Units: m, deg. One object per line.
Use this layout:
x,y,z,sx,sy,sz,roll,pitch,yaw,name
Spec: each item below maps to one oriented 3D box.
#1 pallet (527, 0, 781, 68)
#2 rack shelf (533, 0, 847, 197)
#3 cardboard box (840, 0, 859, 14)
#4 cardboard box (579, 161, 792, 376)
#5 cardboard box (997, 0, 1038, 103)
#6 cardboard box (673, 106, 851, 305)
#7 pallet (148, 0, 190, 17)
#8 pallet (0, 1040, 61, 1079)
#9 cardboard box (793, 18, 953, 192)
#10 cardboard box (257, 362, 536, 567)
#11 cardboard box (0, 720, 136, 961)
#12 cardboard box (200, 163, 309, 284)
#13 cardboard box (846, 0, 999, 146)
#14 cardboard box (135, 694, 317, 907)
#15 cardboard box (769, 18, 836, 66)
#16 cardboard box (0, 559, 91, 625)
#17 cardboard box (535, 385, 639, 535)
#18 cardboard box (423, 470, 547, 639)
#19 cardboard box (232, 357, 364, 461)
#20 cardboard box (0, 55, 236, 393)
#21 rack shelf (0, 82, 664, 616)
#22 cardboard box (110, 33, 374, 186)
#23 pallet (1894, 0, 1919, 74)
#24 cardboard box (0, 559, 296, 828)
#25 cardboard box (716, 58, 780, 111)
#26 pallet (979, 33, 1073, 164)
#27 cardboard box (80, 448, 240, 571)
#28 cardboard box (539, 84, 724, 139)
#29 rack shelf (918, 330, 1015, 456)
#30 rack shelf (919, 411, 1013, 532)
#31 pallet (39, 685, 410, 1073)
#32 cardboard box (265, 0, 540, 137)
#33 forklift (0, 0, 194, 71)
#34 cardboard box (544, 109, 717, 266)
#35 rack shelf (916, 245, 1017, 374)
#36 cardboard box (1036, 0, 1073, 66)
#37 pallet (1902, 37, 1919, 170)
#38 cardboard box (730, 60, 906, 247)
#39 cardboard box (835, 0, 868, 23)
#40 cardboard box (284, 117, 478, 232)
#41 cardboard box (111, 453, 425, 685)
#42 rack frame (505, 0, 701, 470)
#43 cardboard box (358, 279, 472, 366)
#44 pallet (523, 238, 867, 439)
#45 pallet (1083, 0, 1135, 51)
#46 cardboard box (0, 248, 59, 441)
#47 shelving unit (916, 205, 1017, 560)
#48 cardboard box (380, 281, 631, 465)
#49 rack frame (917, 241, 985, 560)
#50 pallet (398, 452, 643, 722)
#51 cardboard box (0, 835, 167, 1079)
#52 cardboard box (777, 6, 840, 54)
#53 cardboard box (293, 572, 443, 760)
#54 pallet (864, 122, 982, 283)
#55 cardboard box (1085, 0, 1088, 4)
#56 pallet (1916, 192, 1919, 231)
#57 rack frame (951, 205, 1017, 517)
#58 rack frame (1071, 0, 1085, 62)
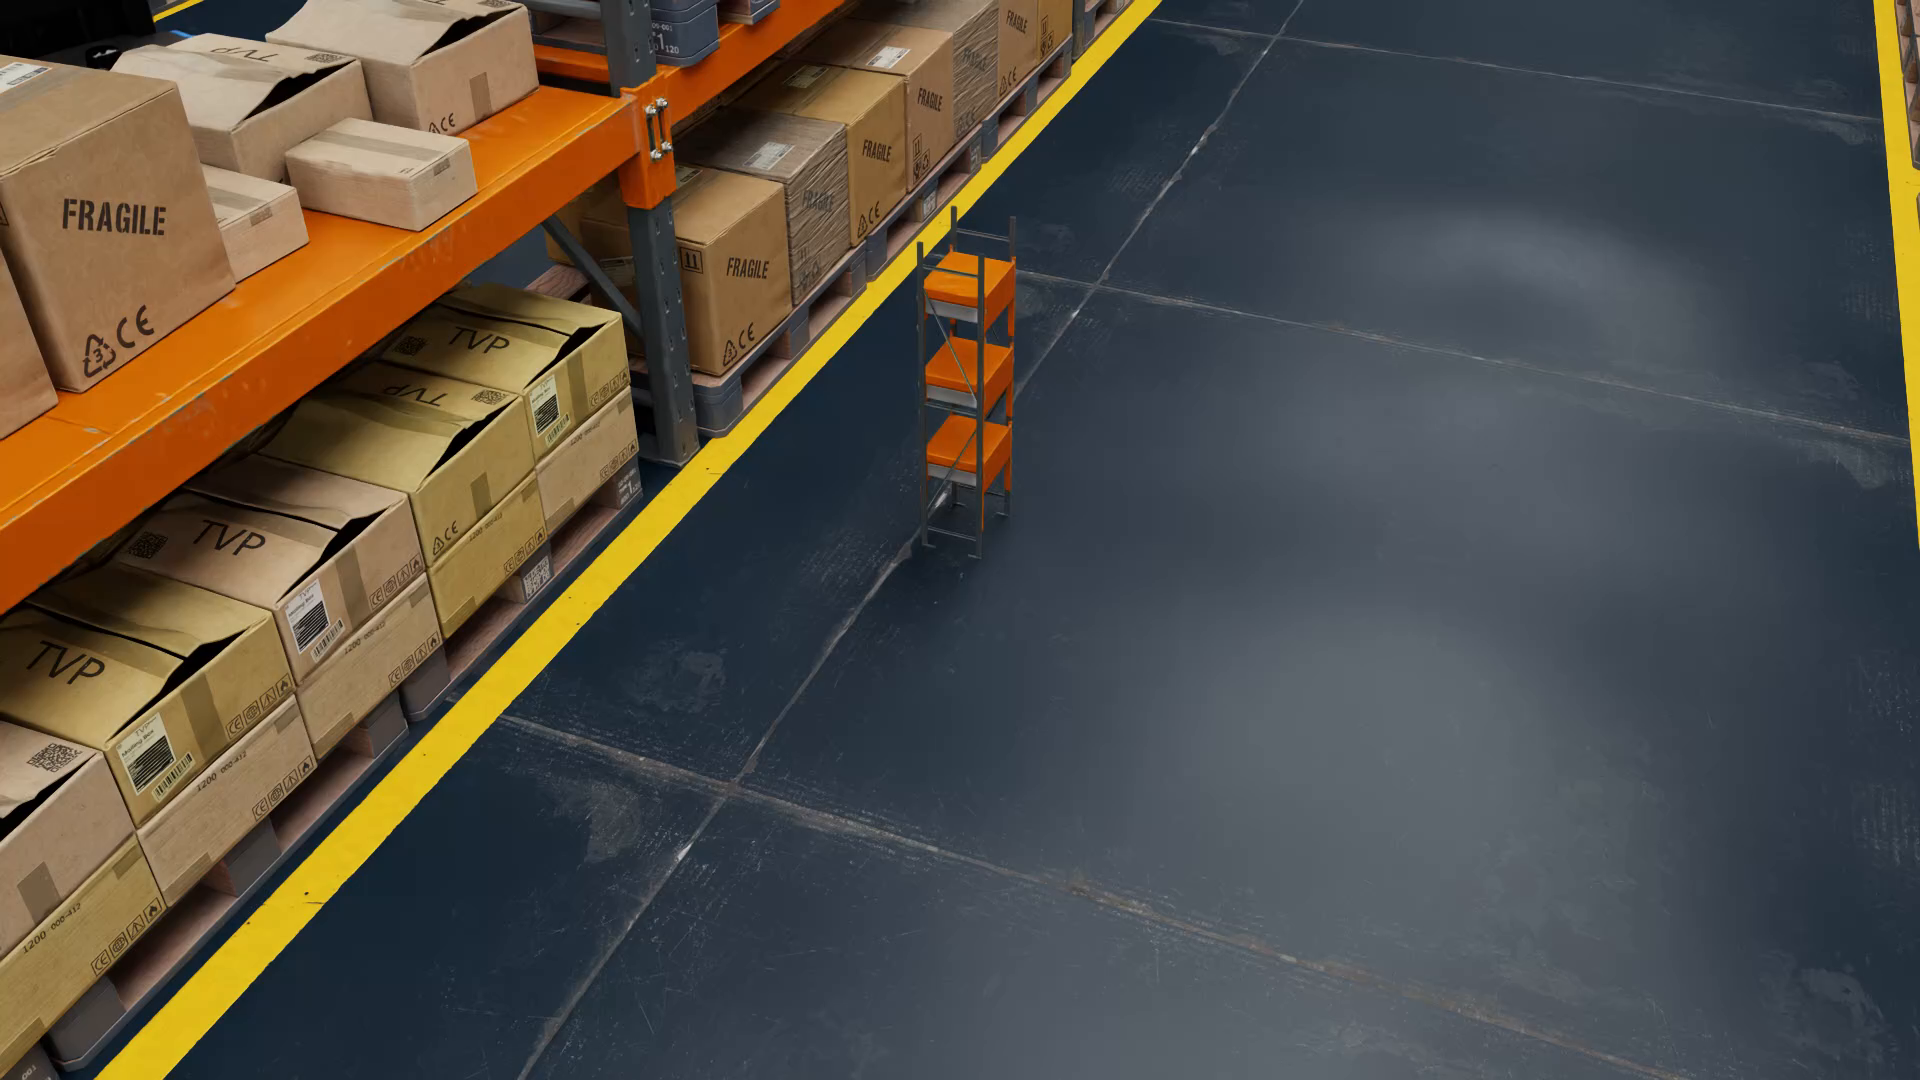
-1.176,-1.900,5.447,1.213,0.211,1.003,14,39,18,pallet
-0.608,-2.405,6.563,1.077,0.370,4.000,14,39,18,rack shelf
-0.637,-2.510,7.196,0.500,0.250,0.500,14,39,18,cardboard box
-0.931,-0.947,5.733,0.500,0.500,0.500,15,39,20,cardboard box
0.035,-2.365,7.629,0.500,0.500,0.500,14,39,18,cardboard box
-0.737,-1.239,6.122,0.500,0.500,0.500,12,39,16,cardboard box
-4.653,-3.365,9.576,1.003,0.211,1.213,14,39,18,pallet
-2.646,1.329,3.295,1.003,0.211,1.213,14,39,18,pallet
-0.348,-1.805,6.880,0.500,0.500,0.500,13,39,16,cardboard box
-1.532,-0.242,4.545,0.500,0.311,0.500,13,39,17,cardboard box
-2.112,0.603,3.416,0.500,0.311,0.500,13,39,16,cardboard box
-1.802,-0.766,3.979,0.380,0.149,0.250,17,40,21,cardboard box
-0.156,-2.087,7.258,0.500,0.500,0.500,14,39,18,cardboard box
-1.923,0.544,3.963,0.500,0.250,0.500,15,39,19,cardboard box
-0.839,-1.910,7.021,0.500,0.500,0.500,12,39,16,cardboard box
-2.423,0.205,3.947,0.500,0.311,0.500,13,39,17,cardboard box
-1.343,-0.306,5.099,0.500,0.250,0.500,15,39,19,cardboard box
-1.536,-0.019,4.716,0.500,0.250,0.500,13,39,17,cardboard box
-2.032,-0.361,4.705,0.500,0.311,0.500,13,39,17,cardboard box
-1.992,-0.693,3.588,0.500,0.500,0.500,12,38,15,cardboard box
-2.130,-0.190,3.600,1.077,0.370,4.000,14,39,18,rack shelf
-1.888,-1.099,4.289,0.500,0.311,0.500,13,39,17,cardboard box
5.439,-2.647,8.615,1.003,0.211,1.213,14,39,18,pallet
-1.919,0.314,3.802,0.500,0.311,0.500,15,39,19,cardboard box
-1.033,-1.618,6.630,0.500,0.500,0.500,12,39,16,cardboard box
-0.121,-2.224,8.050,1.003,0.211,1.213,14,39,18,pallet
-2.228,-0.079,4.328,0.500,0.311,0.500,13,39,17,cardboard box
-1.212,-1.664,6.065,0.500,0.250,0.500,15,39,19,cardboard box
0.020,-0.442,4.982,0.215,0.259,0.240,14,39,18,rack shelf
0.020,-0.219,5.148,0.215,0.259,0.240,14,39,18,rack shelf
-2.184,0.651,4.202,1.003,0.211,1.213,14,39,18,pallet
-1.547,-1.358,4.636,0.500,0.311,0.500,16,40,21,cardboard box
-3.627,-2.139,5.664,3.031,2.935,1.130,24,43,28,forklift
-1.230,-1.332,6.247,0.500,0.500,0.500,15,39,20,cardboard box
0.020,-0.669,4.812,0.215,0.259,0.240,14,39,18,rack shelf
0.231,-2.637,7.993,0.500,0.500,0.500,14,39,17,cardboard box
4.977,-1.969,7.708,1.003,0.211,1.213,14,39,18,pallet
-0.542,-1.515,6.492,0.500,0.500,0.500,13,39,17,cardboard box
-0.646,-2.190,7.395,0.500,0.500,0.500,14,39,18,cardboard box
-1.455,-0.924,4.191,0.380,0.149,0.250,14,39,18,cardboard box
-1.727,0.037,4.172,0.500,0.311,0.500,14,39,17,cardboard box
-1.369,-1.586,4.866,1.000,3.000,0.127,14,39,18,rack frame
-1.839,-0.654,5.097,0.500,0.311,0.500,15,39,19,cardboard box
-1.050,-0.873,6.242,1.003,0.211,1.213,14,39,18,pallet
0.416,-3.063,9.172,1.003,0.211,1.213,14,39,18,pallet
-2.192,-0.401,3.198,0.500,0.500,0.500,14,39,18,cardboard box
0.020,-0.450,4.975,0.215,1.050,0.252,14,39,18,shelving unit
-1.340,-0.531,4.932,0.500,0.311,0.500,15,39,19,cardboard box
-0.026,-0.383,4.885,0.200,1.050,0.008,14,39,18,rack frame
-1.718,-0.022,5.103,1.003,0.211,1.213,14,39,18,pallet
-2.118,0.825,3.586,0.500,0.250,0.500,13,39,16,cardboard box
-0.827,-2.232,6.824,0.500,0.250,0.500,13,39,17,cardboard box
-1.730,0.258,4.345,0.500,0.250,0.500,15,39,19,cardboard box
-0.584,-1.546,7.143,1.003,0.211,1.213,14,39,18,pallet
0.513,-3.083,8.747,0.500,0.311,0.500,14,39,18,cardboard box
4.401,-1.135,6.592,1.003,0.211,1.213,14,39,18,pallet
0.067,-0.518,5.066,0.200,1.050,0.008,14,39,18,rack frame
0.153,-3.800,7.829,1.000,3.000,0.127,14,39,18,rack frame
